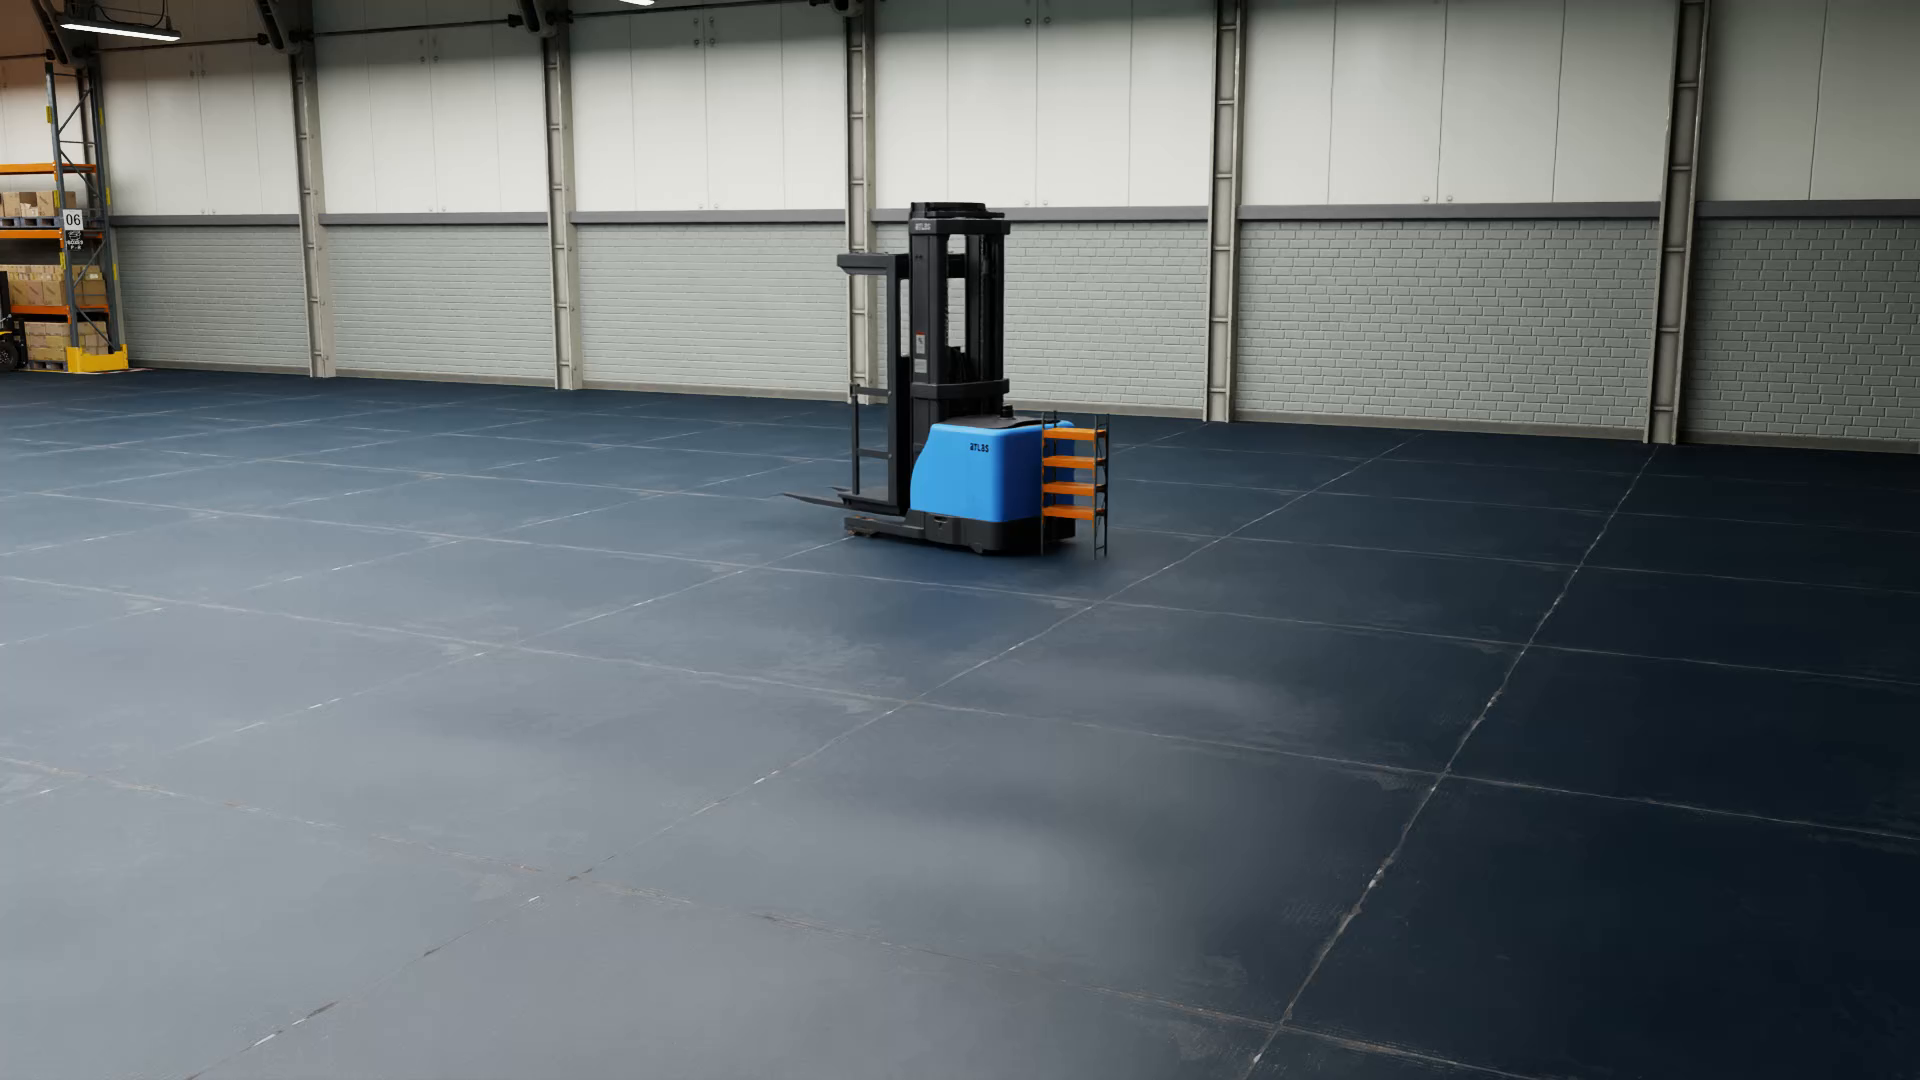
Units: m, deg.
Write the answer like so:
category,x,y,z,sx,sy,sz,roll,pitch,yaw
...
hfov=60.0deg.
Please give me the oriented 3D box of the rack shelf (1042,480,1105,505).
category,x,y,z,sx,sy,sz,roll,pitch,yaw
rack shelf,0.961,-0.400,13.948,0.480,0.148,0.258,6,12,29

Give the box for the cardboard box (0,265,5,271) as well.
category,x,y,z,sx,sy,sz,roll,pitch,yaw
cardboard box,-19.508,-5.572,34.157,0.250,0.149,0.380,5,11,26

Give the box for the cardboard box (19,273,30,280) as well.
category,x,y,z,sx,sy,sz,roll,pitch,yaw
cardboard box,-18.857,-5.352,33.775,0.250,0.149,0.380,5,11,24

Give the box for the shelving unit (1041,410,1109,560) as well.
category,x,y,z,sx,sy,sz,roll,pitch,yaw
shelving unit,0.961,-0.466,13.936,0.503,1.200,0.258,6,12,29

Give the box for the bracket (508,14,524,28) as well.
category,x,y,z,sx,sy,sz,roll,pitch,yaw
bracket,-7.490,-8.873,28.380,0.430,0.232,0.235,5,11,26

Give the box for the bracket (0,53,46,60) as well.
category,x,y,z,sx,sy,sz,roll,pitch,yaw
bracket,-20.562,-10.021,34.726,4.783,0.066,0.076,5,11,26

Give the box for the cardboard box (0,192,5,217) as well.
category,x,y,z,sx,sy,sz,roll,pitch,yaw
cardboard box,-19.384,-6.848,33.971,0.637,0.503,0.797,5,12,28

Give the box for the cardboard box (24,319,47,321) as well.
category,x,y,z,sx,sy,sz,roll,pitch,yaw
cardboard box,-19.194,-4.455,34.659,0.500,0.250,0.500,5,11,25

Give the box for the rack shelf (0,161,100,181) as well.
category,x,y,z,sx,sy,sz,roll,pitch,yaw
rack shelf,-19.290,-7.479,33.930,4.000,0.370,1.077,5,11,26

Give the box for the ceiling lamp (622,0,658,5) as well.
category,x,y,z,sx,sy,sz,roll,pitch,yaw
ceiling lamp,-4.555,-8.843,21.934,0.800,3.185,2.000,5,11,26

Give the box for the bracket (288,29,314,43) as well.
category,x,y,z,sx,sy,sz,roll,pitch,yaw
bracket,-12.127,-9.280,30.631,0.430,0.232,0.235,5,11,26

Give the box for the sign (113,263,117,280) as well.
category,x,y,z,sx,sy,sz,roll,pitch,yaw
sign,-17.246,-5.473,33.896,0.005,0.325,0.100,5,11,26

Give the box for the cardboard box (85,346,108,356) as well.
category,x,y,z,sx,sy,sz,roll,pitch,yaw
cardboard box,-17.851,-3.844,34.087,0.500,0.250,0.500,5,11,26

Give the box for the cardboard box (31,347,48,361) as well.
category,x,y,z,sx,sy,sz,roll,pitch,yaw
cardboard box,-18.500,-3.801,33.852,0.500,0.250,0.500,5,11,26

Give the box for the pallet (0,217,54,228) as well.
category,x,y,z,sx,sy,sz,roll,pitch,yaw
pallet,-19.218,-6.508,34.095,1.213,0.211,1.003,5,11,26

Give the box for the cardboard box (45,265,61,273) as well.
category,x,y,z,sx,sy,sz,roll,pitch,yaw
cardboard box,-18.146,-5.444,33.450,0.250,0.149,0.380,5,11,26

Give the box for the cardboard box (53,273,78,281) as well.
category,x,y,z,sx,sy,sz,roll,pitch,yaw
cardboard box,-17.932,-5.271,33.330,0.250,0.149,0.380,5,11,27

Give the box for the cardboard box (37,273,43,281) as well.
category,x,y,z,sx,sy,sz,roll,pitch,yaw
cardboard box,-18.380,-5.317,33.582,0.250,0.149,0.380,5,12,27

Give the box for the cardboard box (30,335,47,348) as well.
category,x,y,z,sx,sy,sz,roll,pitch,yaw
cardboard box,-18.517,-4.050,33.820,0.500,0.250,0.500,5,11,25

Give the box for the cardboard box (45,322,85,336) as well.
category,x,y,z,sx,sy,sz,roll,pitch,yaw
cardboard box,-18.048,-4.252,33.537,0.500,0.250,0.500,5,12,28

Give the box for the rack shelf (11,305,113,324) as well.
category,x,y,z,sx,sy,sz,roll,pitch,yaw
rack shelf,-19.290,-4.724,34.428,4.000,0.370,1.077,5,11,26

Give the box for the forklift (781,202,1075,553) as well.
category,x,y,z,sx,sy,sz,roll,pitch,yaw
forklift,-0.402,-1.529,14.951,3.031,2.935,1.130,10,14,43

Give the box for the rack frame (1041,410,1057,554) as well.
category,x,y,z,sx,sy,sz,roll,pitch,yaw
rack frame,0.750,-0.488,14.056,0.015,1.200,0.240,6,12,29

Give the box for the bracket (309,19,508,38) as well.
category,x,y,z,sx,sy,sz,roll,pitch,yaw
bracket,-9.801,-9.076,29.501,4.783,0.066,0.076,5,11,26

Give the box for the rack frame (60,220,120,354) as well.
category,x,y,z,sx,sy,sz,roll,pitch,yaw
rack frame,-17.497,-4.920,33.493,0.127,3.000,1.000,5,11,26

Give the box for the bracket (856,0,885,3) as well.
category,x,y,z,sx,sy,sz,roll,pitch,yaw
bracket,-1.365,-8.334,25.406,0.430,0.232,0.235,5,11,26

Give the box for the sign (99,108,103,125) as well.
category,x,y,z,sx,sy,sz,roll,pitch,yaw
sign,-17.246,-8.498,33.349,0.005,0.325,0.100,5,11,26

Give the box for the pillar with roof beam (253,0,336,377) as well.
category,x,y,z,sx,sy,sz,roll,pitch,yaw
pillar with roof beam,-14.247,-6.911,27.646,0.548,9.000,9.100,5,11,26

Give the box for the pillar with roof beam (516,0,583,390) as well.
category,x,y,z,sx,sy,sz,roll,pitch,yaw
pillar with roof beam,-8.866,-6.438,25.034,0.548,9.000,9.100,5,11,26

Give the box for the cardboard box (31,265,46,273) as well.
category,x,y,z,sx,sy,sz,roll,pitch,yaw
cardboard box,-18.583,-5.492,33.714,0.250,0.149,0.380,5,11,26

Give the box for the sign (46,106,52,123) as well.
category,x,y,z,sx,sy,sz,roll,pitch,yaw
sign,-17.750,-8.285,32.396,0.005,0.325,0.100,5,11,26

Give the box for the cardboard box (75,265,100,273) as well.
category,x,y,z,sx,sy,sz,roll,pitch,yaw
cardboard box,-17.704,-5.496,33.735,0.250,0.149,0.380,5,11,25

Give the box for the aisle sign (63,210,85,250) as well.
category,x,y,z,sx,sy,sz,roll,pitch,yaw
aisle sign,-17.568,-6.147,32.974,0.004,0.787,0.394,5,11,26

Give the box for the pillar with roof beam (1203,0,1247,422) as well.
category,x,y,z,sx,sy,sz,roll,pitch,yaw
pillar with roof beam,1.895,-5.492,19.809,0.400,9.000,9.100,5,11,26

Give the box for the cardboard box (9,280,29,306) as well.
category,x,y,z,sx,sy,sz,roll,pitch,yaw
cardboard box,-18.975,-5.049,33.924,0.500,0.500,0.500,5,11,25

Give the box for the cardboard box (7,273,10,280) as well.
category,x,y,z,sx,sy,sz,roll,pitch,yaw
cardboard box,-19.277,-5.402,34.056,0.250,0.149,0.380,5,11,25

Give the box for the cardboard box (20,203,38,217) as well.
category,x,y,z,sx,sy,sz,roll,pitch,yaw
cardboard box,-18.602,-6.623,33.395,0.258,0.266,0.396,5,11,26

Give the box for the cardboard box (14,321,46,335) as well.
category,x,y,z,sx,sy,sz,roll,pitch,yaw
cardboard box,-18.965,-4.330,33.965,0.500,0.250,0.500,5,11,27

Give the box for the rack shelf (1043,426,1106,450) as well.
category,x,y,z,sx,sy,sz,roll,pitch,yaw
rack shelf,0.961,-0.853,13.866,0.480,0.148,0.258,6,12,29

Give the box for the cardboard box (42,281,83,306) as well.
category,x,y,z,sx,sy,sz,roll,pitch,yaw
cardboard box,-18.054,-4.966,33.467,0.500,0.500,0.500,5,11,25

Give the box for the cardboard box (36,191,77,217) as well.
category,x,y,z,sx,sy,sz,roll,pitch,yaw
cardboard box,-18.002,-6.697,33.149,0.500,0.500,0.500,5,12,28

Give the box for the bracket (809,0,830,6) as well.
category,x,y,z,sx,sy,sz,roll,pitch,yaw
bracket,-2.110,-8.400,25.767,0.430,0.232,0.235,5,11,26

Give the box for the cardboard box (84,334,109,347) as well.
category,x,y,z,sx,sy,sz,roll,pitch,yaw
cardboard box,-17.827,-4.090,34.044,0.500,0.250,0.500,5,12,27

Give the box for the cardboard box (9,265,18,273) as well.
category,x,y,z,sx,sy,sz,roll,pitch,yaw
cardboard box,-19.100,-5.514,33.837,0.250,0.149,0.380,5,12,27

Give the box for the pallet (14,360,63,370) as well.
category,x,y,z,sx,sy,sz,roll,pitch,yaw
pallet,-19.291,-3.698,34.570,1.213,0.211,1.003,5,11,26
